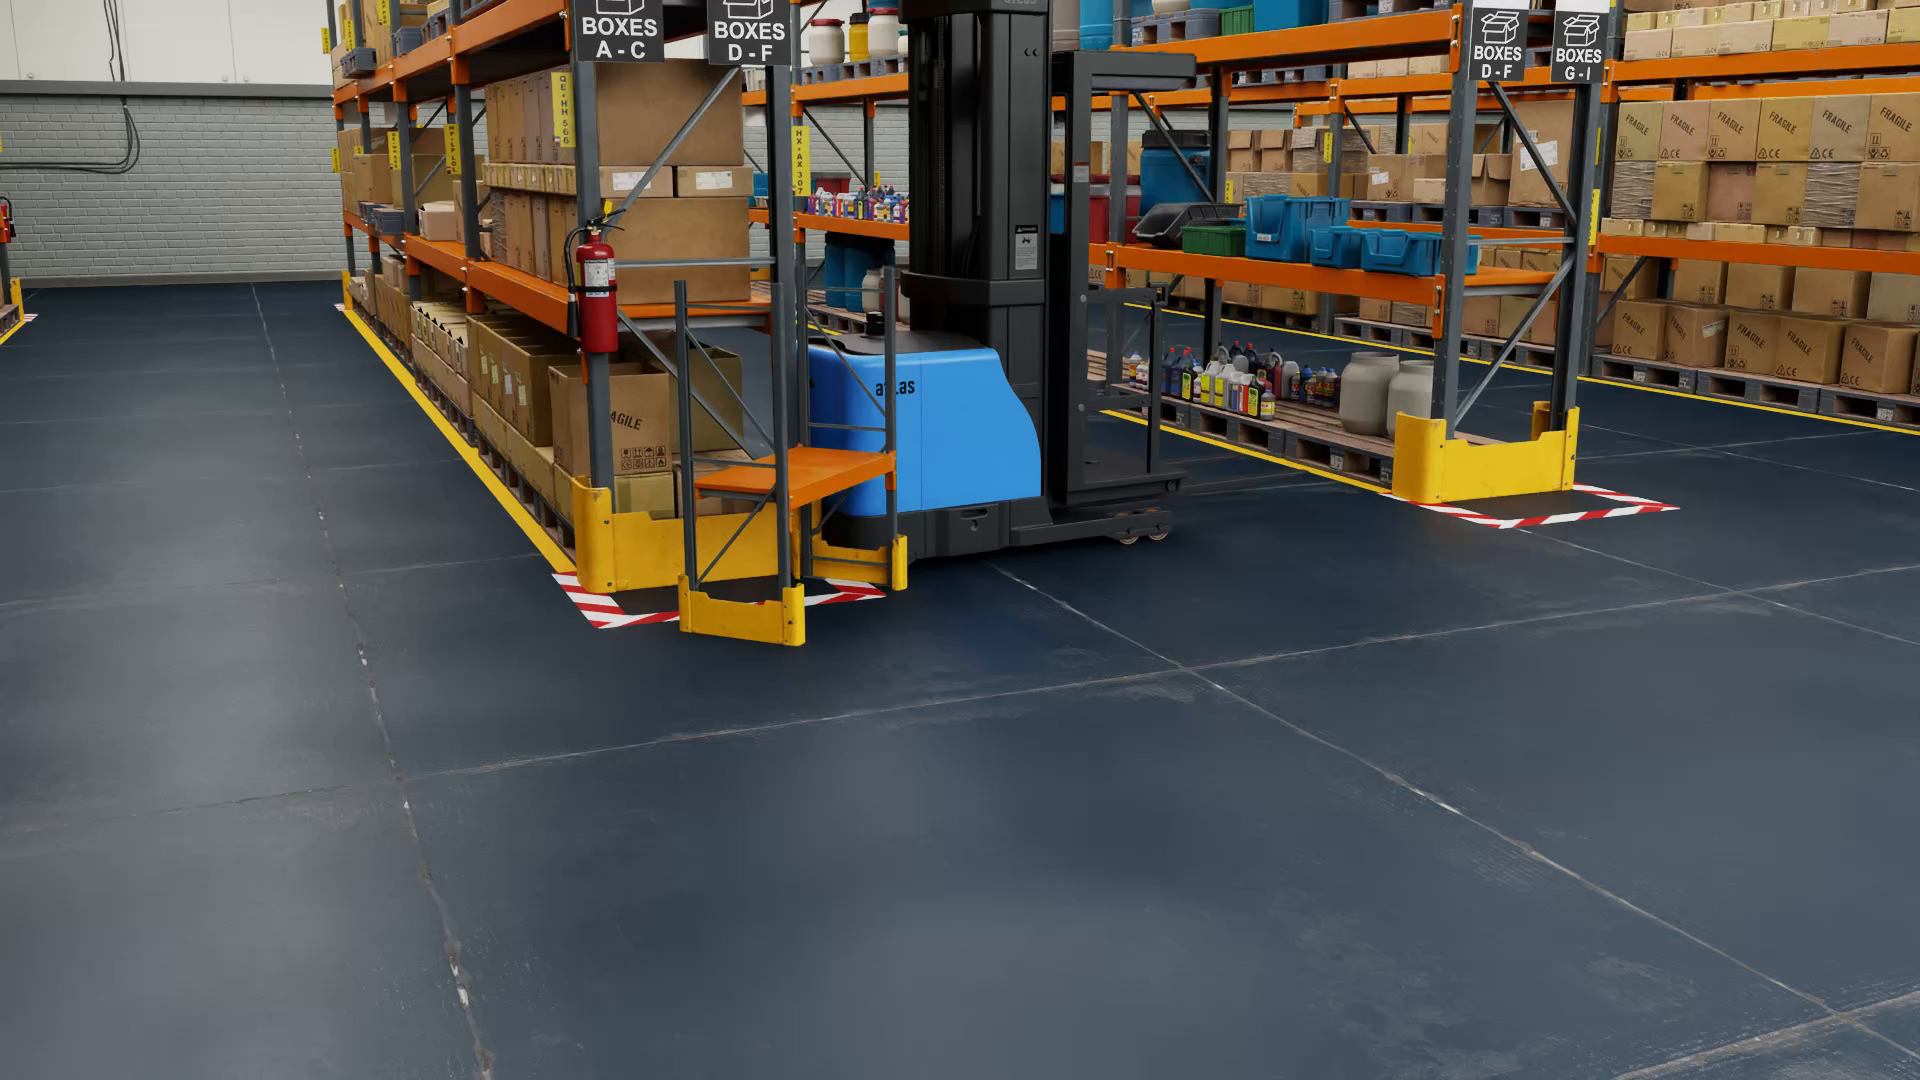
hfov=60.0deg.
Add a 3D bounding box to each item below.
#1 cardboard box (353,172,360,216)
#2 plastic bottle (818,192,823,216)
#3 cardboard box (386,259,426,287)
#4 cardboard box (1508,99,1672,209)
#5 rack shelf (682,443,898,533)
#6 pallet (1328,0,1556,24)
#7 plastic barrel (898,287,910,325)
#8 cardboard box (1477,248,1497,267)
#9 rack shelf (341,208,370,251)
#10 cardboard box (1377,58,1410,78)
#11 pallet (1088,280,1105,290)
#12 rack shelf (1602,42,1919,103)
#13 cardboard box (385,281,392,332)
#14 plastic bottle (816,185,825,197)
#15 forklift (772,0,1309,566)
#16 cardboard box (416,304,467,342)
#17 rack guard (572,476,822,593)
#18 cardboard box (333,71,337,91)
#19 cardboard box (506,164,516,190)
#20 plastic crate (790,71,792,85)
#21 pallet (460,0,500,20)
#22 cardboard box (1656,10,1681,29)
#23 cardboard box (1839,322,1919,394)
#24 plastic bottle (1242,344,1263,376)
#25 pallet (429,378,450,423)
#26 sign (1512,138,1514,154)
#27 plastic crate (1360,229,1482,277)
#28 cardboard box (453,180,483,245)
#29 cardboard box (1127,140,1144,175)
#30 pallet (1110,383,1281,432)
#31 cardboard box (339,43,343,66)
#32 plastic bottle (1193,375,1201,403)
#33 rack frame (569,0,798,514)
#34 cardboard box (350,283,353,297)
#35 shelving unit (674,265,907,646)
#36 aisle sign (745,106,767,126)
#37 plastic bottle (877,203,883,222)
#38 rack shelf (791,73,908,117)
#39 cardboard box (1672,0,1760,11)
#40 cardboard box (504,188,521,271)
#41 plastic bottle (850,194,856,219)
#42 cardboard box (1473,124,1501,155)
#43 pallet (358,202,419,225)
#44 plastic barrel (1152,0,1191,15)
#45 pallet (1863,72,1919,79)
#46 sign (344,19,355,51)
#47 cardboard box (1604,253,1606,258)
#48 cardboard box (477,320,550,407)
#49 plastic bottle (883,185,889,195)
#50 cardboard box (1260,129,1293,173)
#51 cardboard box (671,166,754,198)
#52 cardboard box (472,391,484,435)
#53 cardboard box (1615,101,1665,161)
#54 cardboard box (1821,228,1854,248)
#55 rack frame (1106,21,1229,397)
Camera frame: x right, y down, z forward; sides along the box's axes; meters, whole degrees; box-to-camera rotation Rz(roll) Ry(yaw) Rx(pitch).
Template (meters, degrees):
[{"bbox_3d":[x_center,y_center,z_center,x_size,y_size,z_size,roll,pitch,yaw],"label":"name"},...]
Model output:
[{"bbox_3d":[-6.933,-4.120,19.796,0.500,0.500,0.500,-5,14,-22],"label":"cardboard box"},{"bbox_3d":[-1.630,-3.978,19.692,0.097,0.271,0.097,0,13,0],"label":"plastic bottle"},{"bbox_3d":[-5.509,-2.708,16.824,0.500,0.250,0.500,-6,14,-24],"label":"cardboard box"},{"bbox_3d":[6.011,-3.693,15.914,1.000,1.000,1.000,-6,14,-23],"label":"cardboard box"},{"bbox_3d":[-0.735,-0.246,7.405,0.538,0.185,1.000,6,14,23],"label":"rack shelf"},{"bbox_3d":[3.023,-3.295,10.221,1.003,0.211,1.213,-6,14,-23],"label":"pallet"},{"bbox_3d":[-0.459,-2.599,18.035,0.421,0.512,0.421,0,13,0],"label":"plastic barrel"},{"bbox_3d":[7.635,-3.910,23.723,0.500,0.500,0.500,-5,14,-21],"label":"cardboard box"},{"bbox_3d":[-6.883,-3.841,20.410,1.077,0.370,4.000,-6,14,-23],"label":"rack shelf"},{"bbox_3d":[4.759,-5.008,17.537,0.500,0.250,0.500,-5,14,-22],"label":"cardboard box"},{"bbox_3d":[2.271,-3.731,24.521,1.003,0.211,1.213,-6,14,-23],"label":"pallet"},{"bbox_3d":[7.002,-3.717,13.222,1.077,0.370,4.000,-6,14,-23],"label":"rack shelf"},{"bbox_3d":[-5.694,-2.440,17.328,0.500,0.500,0.500,-5,14,-22],"label":"cardboard box"},{"bbox_3d":[-1.682,-4.091,20.002,0.144,0.351,0.185,-6,14,-23],"label":"plastic bottle"},{"bbox_3d":[0.544,-1.500,8.849,3.031,2.935,1.130,-8,15,-29],"label":"forklift"},{"bbox_3d":[-4.321,-1.848,14.125,0.500,0.311,0.500,-6,14,-24],"label":"cardboard box"},{"bbox_3d":[-1.265,-0.077,8.092,1.175,0.500,0.348,-6,14,-23],"label":"rack guard"},{"bbox_3d":[-7.711,-5.864,21.235,0.500,0.250,0.500,-6,14,-23],"label":"cardboard box"},{"bbox_3d":[-2.537,-2.207,10.091,0.380,0.149,0.250,-6,14,-25],"label":"cardboard box"},{"bbox_3d":[-1.988,-5.644,20.419,0.450,0.188,0.662,-6,14,-23],"label":"plastic crate"},{"bbox_3d":[-2.512,-3.370,10.323,1.003,0.211,1.213,-6,14,-23],"label":"pallet"},{"bbox_3d":[6.218,-4.458,14.277,0.380,0.149,0.250,-6,14,-26],"label":"cardboard box"},{"bbox_3d":[7.298,-1.431,13.013,0.500,0.500,0.500,-2,13,-8],"label":"cardboard box"},{"bbox_3d":[2.262,-1.350,12.947,0.144,0.351,0.185,-6,15,-26],"label":"plastic bottle"},{"bbox_3d":[-3.701,-1.168,13.450,1.003,0.211,1.213,-6,14,-23],"label":"pallet"},{"bbox_3d":[8.089,-5.715,24.341,0.100,0.325,0.005,-6,14,-23],"label":"sign"},{"bbox_3d":[2.790,-1.750,10.108,0.499,0.251,0.616,-6,14,-23],"label":"plastic crate"},{"bbox_3d":[-3.792,-2.656,13.470,0.500,0.500,0.500,-6,15,-26],"label":"cardboard box"},{"bbox_3d":[2.567,-5.181,22.611,0.500,0.500,0.500,-5,14,-21],"label":"cardboard box"},{"bbox_3d":[1.894,-1.071,13.031,1.003,0.211,1.213,-6,14,-23],"label":"pallet"},{"bbox_3d":[-7.120,-5.797,19.836,0.500,0.250,0.500,-6,14,-23],"label":"cardboard box"},{"bbox_3d":[1.774,-1.120,12.285,0.097,0.201,0.097,0,13,0],"label":"plastic bottle"},{"bbox_3d":[-1.275,-1.299,7.832,1.000,3.000,0.127,-6,14,-23],"label":"rack frame"},{"bbox_3d":[-7.731,-3.270,21.653,0.380,0.166,0.250,-6,14,-23],"label":"cardboard box"},{"bbox_3d":[-0.731,-0.423,7.373,0.587,1.500,1.083,6,14,23],"label":"shelving unit"},{"bbox_3d":[-2.904,-6.359,23.929,0.394,0.787,0.004,-6,14,-23],"label":"aisle sign"},{"bbox_3d":[-0.848,-3.541,17.957,0.097,0.201,0.097,0,13,0],"label":"plastic bottle"},{"bbox_3d":[-0.741,-4.923,18.431,1.077,0.370,4.000,-6,14,-23],"label":"rack shelf"},{"bbox_3d":[6.615,-4.848,14.523,0.500,0.500,0.500,-6,14,-25],"label":"cardboard box"},{"bbox_3d":[-2.477,-1.975,10.529,0.700,0.500,0.500,-6,14,-24],"label":"cardboard box"},{"bbox_3d":[-1.181,-3.747,18.691,0.097,0.271,0.097,0,13,0],"label":"plastic bottle"},{"bbox_3d":[7.624,-5.896,24.592,0.500,0.500,0.500,-5,14,-22],"label":"cardboard box"},{"bbox_3d":[-5.862,-3.510,17.809,1.003,0.211,1.213,-6,14,-23],"label":"pallet"},{"bbox_3d":[1.655,-4.186,12.473,0.421,0.512,0.421,0,13,0],"label":"plastic barrel"},{"bbox_3d":[10.374,-5.000,17.593,0.805,0.209,1.217,-6,14,-25],"label":"pallet"},{"bbox_3d":[-6.576,-5.441,17.928,0.100,0.325,0.005,-6,14,-23],"label":"sign"},{"bbox_3d":[8.457,-3.846,21.786,0.500,0.250,0.500,-5,14,-22],"label":"cardboard box"},{"bbox_3d":[-2.771,-1.129,10.601,0.500,0.500,0.500,-6,14,-23],"label":"cardboard box"},{"bbox_3d":[-0.874,-4.041,19.786,0.144,0.351,0.185,-6,14,-23],"label":"plastic bottle"},{"bbox_3d":[4.062,-4.671,19.953,0.797,0.503,0.637,-5,14,-22],"label":"cardboard box"},{"bbox_3d":[-1.235,-1.765,8.181,0.380,0.149,0.250,-6,14,-23],"label":"cardboard box"},{"bbox_3d":[-2.969,-0.868,11.133,0.500,0.250,0.500,-6,14,-23],"label":"cardboard box"},{"bbox_3d":[6.148,-3.585,14.606,0.500,0.500,0.500,-6,14,-23],"label":"cardboard box"},{"bbox_3d":[6.984,-2.368,13.006,0.380,0.149,0.250,-6,14,-23],"label":"cardboard box"},{"bbox_3d":[1.663,-2.572,13.332,1.000,3.000,0.127,-6,14,-23],"label":"rack frame"}]
